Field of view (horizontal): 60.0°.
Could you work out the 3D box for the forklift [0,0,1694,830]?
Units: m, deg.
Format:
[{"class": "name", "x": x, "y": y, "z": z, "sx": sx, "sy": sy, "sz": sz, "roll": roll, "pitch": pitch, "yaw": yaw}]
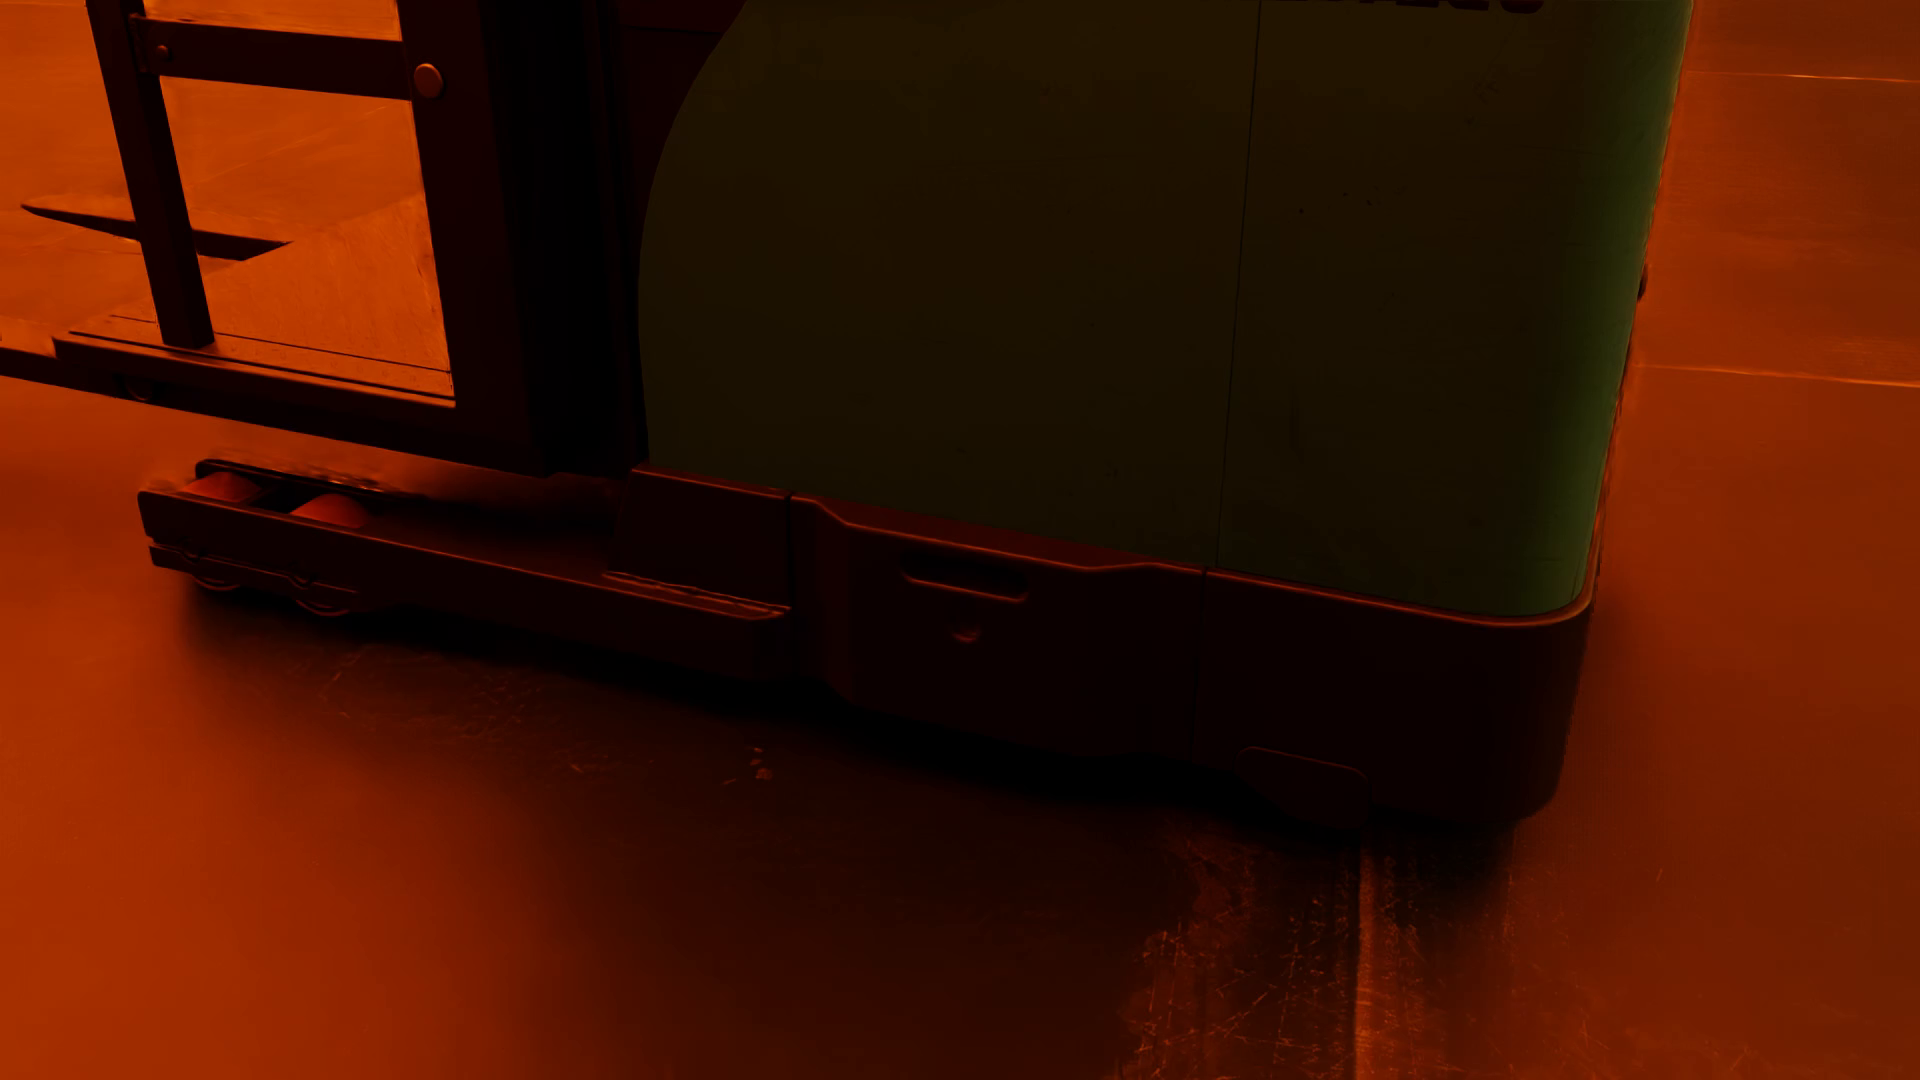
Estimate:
[{"class": "forklift", "x": -0.595, "y": -1.409, "z": 2.040, "sx": 3.031, "sy": 2.935, "sz": 1.130, "roll": 11, "pitch": 29, "yaw": 20}]
